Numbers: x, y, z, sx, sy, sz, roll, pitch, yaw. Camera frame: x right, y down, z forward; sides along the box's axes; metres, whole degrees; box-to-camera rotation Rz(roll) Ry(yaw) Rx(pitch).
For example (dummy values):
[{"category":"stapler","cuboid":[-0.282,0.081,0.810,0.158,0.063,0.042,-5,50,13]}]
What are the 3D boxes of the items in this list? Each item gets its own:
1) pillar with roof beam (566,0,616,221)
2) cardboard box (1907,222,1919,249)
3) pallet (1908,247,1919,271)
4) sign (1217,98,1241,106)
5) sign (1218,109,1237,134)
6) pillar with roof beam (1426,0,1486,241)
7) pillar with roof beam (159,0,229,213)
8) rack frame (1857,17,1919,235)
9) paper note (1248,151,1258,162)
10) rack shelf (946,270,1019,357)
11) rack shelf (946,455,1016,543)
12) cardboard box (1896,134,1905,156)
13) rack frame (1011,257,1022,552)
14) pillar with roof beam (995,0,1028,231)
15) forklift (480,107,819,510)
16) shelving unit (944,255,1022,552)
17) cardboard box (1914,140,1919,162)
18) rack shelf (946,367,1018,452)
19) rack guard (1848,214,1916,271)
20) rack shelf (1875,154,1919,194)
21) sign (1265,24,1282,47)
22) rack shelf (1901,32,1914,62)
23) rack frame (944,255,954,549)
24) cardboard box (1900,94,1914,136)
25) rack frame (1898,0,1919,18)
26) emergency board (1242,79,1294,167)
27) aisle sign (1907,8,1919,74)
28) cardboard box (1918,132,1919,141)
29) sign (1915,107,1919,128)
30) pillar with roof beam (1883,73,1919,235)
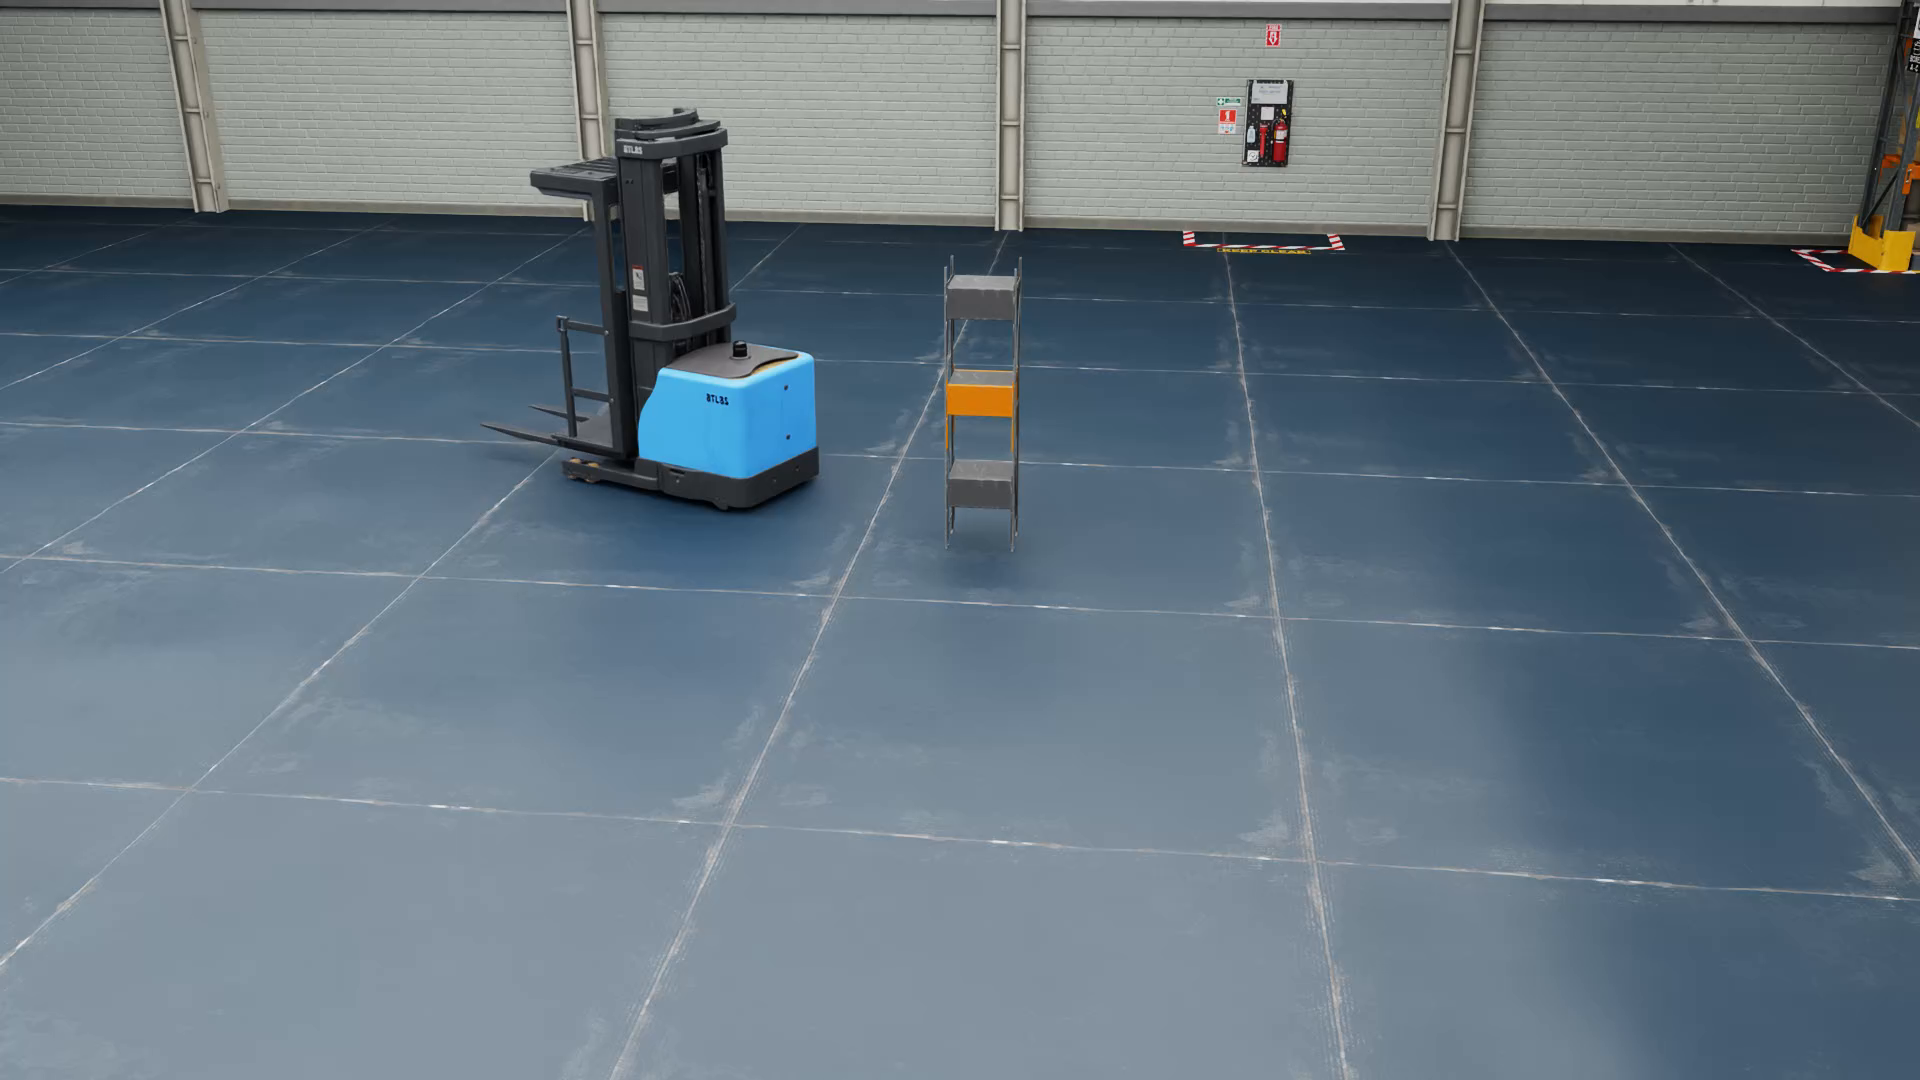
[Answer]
[{"category":"pillar with roof beam","cuboid":[-5.758,-7.296,18.654,0.400,9.000,9.100,2,22,6]},{"category":"cardboard box","cuboid":[12.503,-3.905,21.295,0.500,0.311,0.500,0,22,0]},{"category":"pallet","cuboid":[12.705,-3.665,21.423,1.213,0.211,1.003,2,22,6]},{"category":"sign","cuboid":[3.682,-6.000,22.768,0.331,0.109,0.001,2,22,6]},{"category":"sign","cuboid":[3.679,-5.757,22.874,0.234,0.329,0.001,2,22,6]},{"category":"pillar with roof beam","cuboid":[6.159,-6.777,17.341,0.400,9.000,9.100,2,22,6]},{"category":"pillar with roof beam","cuboid":[-11.716,-7.555,19.311,0.400,9.000,9.100,2,22,6]},{"category":"rack frame","cuboid":[11.827,-5.013,21.041,0.127,3.000,1.000,2,22,6]},{"category":"paper note","cuboid":[4.048,-5.302,22.970,0.142,0.148,0.016,2,22,6]},{"category":"rack shelf","cuboid":[0.164,-1.608,11.783,0.480,0.518,0.431,2,22,6]},{"category":"rack shelf","cuboid":[0.164,-0.306,12.298,0.480,0.518,0.431,2,22,6]},{"category":"cardboard box","cuboid":[12.314,-5.003,21.192,0.500,0.250,0.500,3,22,7]},{"category":"rack frame","cuboid":[0.407,-0.959,12.009,0.015,2.100,0.400,2,22,6]},{"category":"pillar with roof beam","cuboid":[0.200,-7.036,17.998,0.400,9.000,9.100,2,22,6]},{"category":"forklift","cuboid":[-2.682,-1.980,13.462,3.031,2.935,1.130,12,25,29]},{"category":"shelving unit","cuboid":[0.164,-0.969,12.036,0.503,2.100,0.431,2,22,6]},{"category":"cardboard box","cuboid":[12.274,-4.816,20.718,0.500,0.250,0.500,2,22,5]},{"category":"rack shelf","cuboid":[0.164,-0.957,12.041,0.480,0.518,0.431,2,22,6]},{"category":"rack guard","cuboid":[11.902,-3.848,21.492,0.348,0.500,1.175,2,22,6]},{"category":"rack shelf","cuboid":[13.813,-4.592,20.954,4.000,0.370,1.077,2,22,6]},{"category":"sign","cuboid":[4.219,-6.794,22.392,0.199,0.298,0.001,2,22,6]},{"category":"rack shelf","cuboid":[13.813,-5.987,20.403,4.000,0.370,1.077,2,22,6]},{"category":"rack frame","cuboid":[-0.078,-0.980,12.062,0.015,2.100,0.400,2,22,6]},{"category":"cardboard box","cuboid":[12.320,-5.359,21.071,0.500,0.500,0.500,2,22,6]},{"category":"rack frame","cuboid":[11.827,-7.803,19.938,0.127,3.000,1.000,2,22,6]},{"category":"emergency board","cuboid":[4.216,-5.679,22.725,0.643,1.169,0.194,2,22,6]},{"category":"aisle sign","cuboid":[11.720,-6.116,20.294,0.004,0.787,0.394,2,22,6]},{"category":"cardboard box","cuboid":[12.265,-5.171,20.597,0.500,0.500,0.500,3,22,6]},{"category":"sign","cuboid":[11.763,-5.218,20.380,0.005,0.325,0.100,2,22,6]},{"category":"pillar with roof beam","cuboid":[12.117,-6.517,16.684,0.400,9.000,9.100,2,22,6]}]
